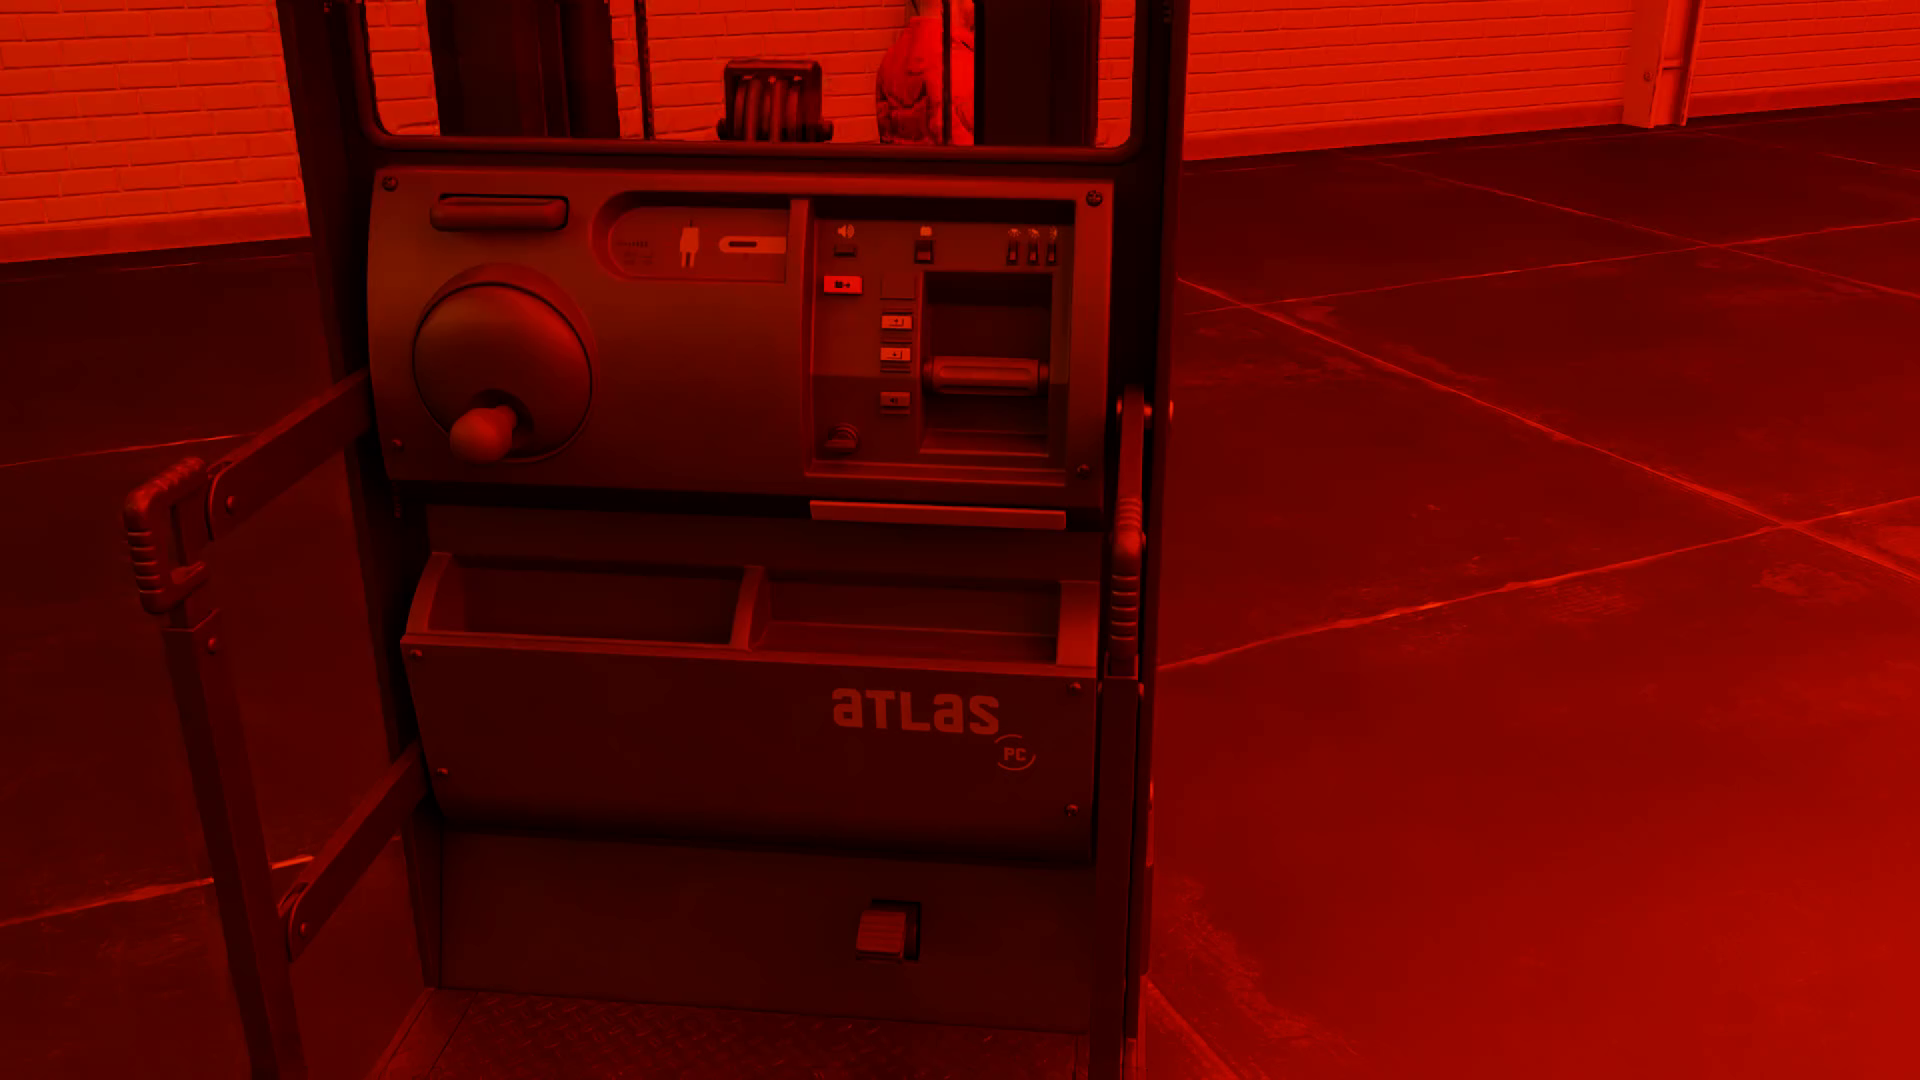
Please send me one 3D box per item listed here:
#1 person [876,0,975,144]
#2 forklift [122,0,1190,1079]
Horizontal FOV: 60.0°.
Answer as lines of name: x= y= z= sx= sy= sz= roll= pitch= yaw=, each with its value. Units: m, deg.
person: x=0.086 y=-0.817 z=4.797 sx=0.550 sy=1.728 sz=0.641 roll=-10 pitch=25 yaw=-23
forklift: x=-0.301 y=-0.241 z=1.866 sx=1.130 sy=2.935 sz=3.031 roll=2 pitch=23 yaw=6
